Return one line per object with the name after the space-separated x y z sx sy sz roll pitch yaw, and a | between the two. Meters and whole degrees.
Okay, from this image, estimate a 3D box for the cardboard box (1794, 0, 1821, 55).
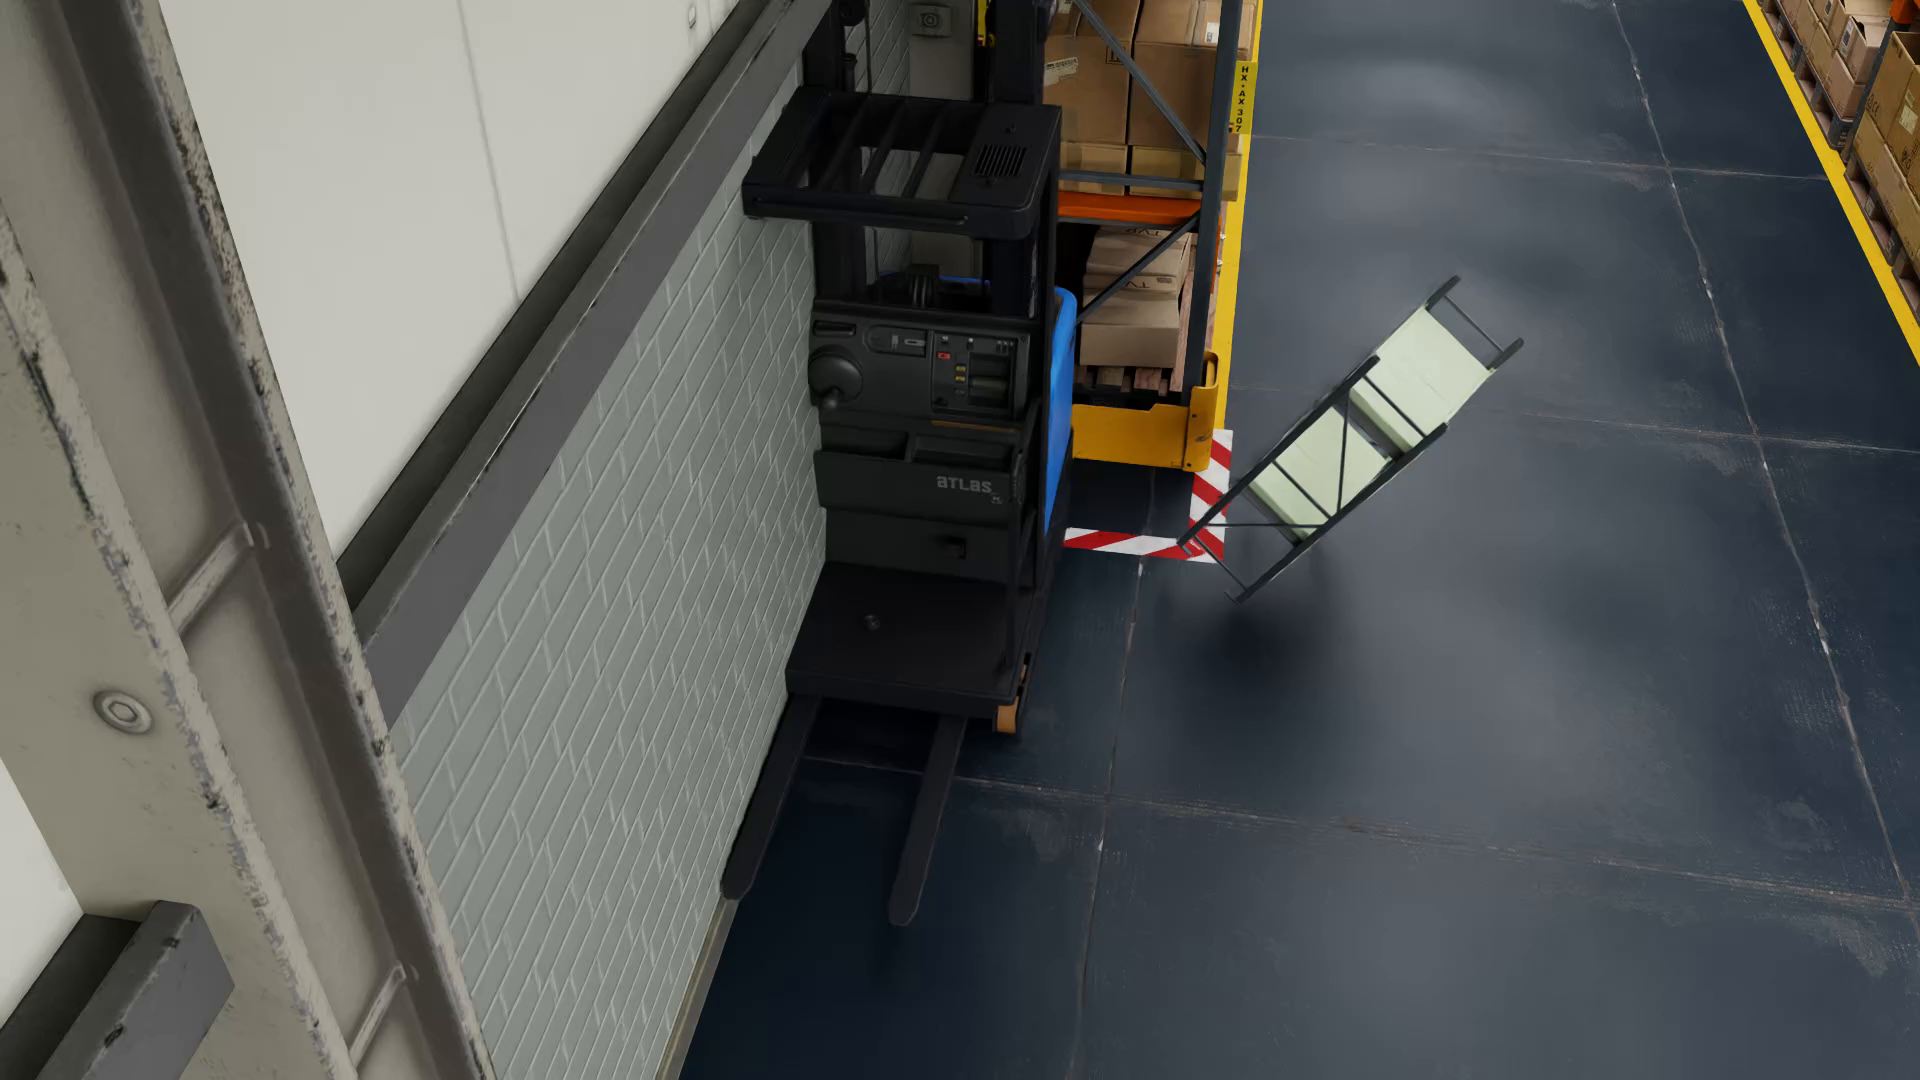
6.206 -3.611 11.688 0.500 0.250 0.500 7 40 9 | cardboard box

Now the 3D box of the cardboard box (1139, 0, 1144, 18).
0.639 -2.485 8.011 0.500 0.500 0.500 7 40 8 | cardboard box

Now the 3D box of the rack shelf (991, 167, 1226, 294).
1.016 -2.589 9.189 1.077 0.370 4.000 6 40 8 | rack shelf

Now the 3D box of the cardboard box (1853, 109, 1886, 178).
5.863 -2.423 10.251 0.500 0.250 0.500 6 40 8 | cardboard box

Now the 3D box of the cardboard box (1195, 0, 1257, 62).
1.144 -2.426 7.941 0.500 0.500 0.500 7 40 8 | cardboard box

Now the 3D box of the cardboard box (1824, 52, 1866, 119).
6.028 -2.972 10.916 0.500 0.250 0.500 6 40 7 | cardboard box

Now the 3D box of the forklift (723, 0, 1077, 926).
-0.234 -0.587 6.256 1.130 2.935 3.031 7 40 8 | forklift

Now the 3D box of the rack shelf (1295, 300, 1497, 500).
1.788 -0.579 6.809 0.431 0.370 0.720 46 52 5 | rack shelf

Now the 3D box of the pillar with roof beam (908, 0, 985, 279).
4.179 -3.984 5.603 9.100 9.000 0.400 6 40 8 | pillar with roof beam

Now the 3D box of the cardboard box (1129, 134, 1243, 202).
1.067 -1.833 7.811 0.500 0.250 0.500 5 40 6 | cardboard box

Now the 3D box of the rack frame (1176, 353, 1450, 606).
1.413 -0.206 6.892 0.400 1.500 0.023 46 52 5 | rack frame

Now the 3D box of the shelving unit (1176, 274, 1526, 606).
1.633 -0.394 7.116 0.431 1.500 0.755 46 52 5 | shelving unit

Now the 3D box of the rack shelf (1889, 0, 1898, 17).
6.588 -4.556 11.568 1.077 0.370 4.000 6 40 8 | rack shelf

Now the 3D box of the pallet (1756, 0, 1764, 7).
6.753 -4.501 13.126 1.003 0.211 1.213 6 40 8 | pallet

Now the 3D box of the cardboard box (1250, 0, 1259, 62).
1.240 -2.750 8.332 0.500 0.500 0.500 5 40 6 | cardboard box

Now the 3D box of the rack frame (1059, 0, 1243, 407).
0.670 -1.612 7.442 1.000 3.000 0.127 6 40 8 | rack frame

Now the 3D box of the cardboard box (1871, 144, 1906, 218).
5.772 -2.109 9.872 0.500 0.250 0.500 6 40 8 | cardboard box

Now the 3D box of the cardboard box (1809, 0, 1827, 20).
6.202 -3.822 11.504 0.500 0.311 0.500 6 40 8 | cardboard box

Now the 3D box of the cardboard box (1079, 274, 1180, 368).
0.879 -1.169 8.672 0.500 0.311 0.500 2 40 3 | cardboard box

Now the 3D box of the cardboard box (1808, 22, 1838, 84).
6.118 -3.290 11.300 0.500 0.250 0.500 6 40 7 | cardboard box

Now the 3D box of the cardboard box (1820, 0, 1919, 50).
6.114 -3.509 11.125 0.500 0.311 0.500 7 40 9 | cardboard box

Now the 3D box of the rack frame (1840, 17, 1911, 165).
6.242 -3.578 9.820 1.000 3.000 0.127 6 40 8 | rack frame

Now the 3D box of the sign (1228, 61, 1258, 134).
1.205 -1.885 7.094 0.100 0.325 0.005 6 40 8 | sign

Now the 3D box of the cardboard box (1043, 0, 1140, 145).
0.542 -2.170 7.631 0.500 0.500 0.500 6 40 7 | cardboard box

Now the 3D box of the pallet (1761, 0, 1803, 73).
6.540 -3.738 12.202 1.003 0.211 1.213 6 40 8 | pallet

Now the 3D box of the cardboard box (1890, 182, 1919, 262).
5.680 -1.796 9.493 0.500 0.250 0.500 6 40 8 | cardboard box

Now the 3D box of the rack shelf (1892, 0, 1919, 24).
5.896 -2.046 8.531 1.077 0.370 4.000 6 40 8 | rack shelf

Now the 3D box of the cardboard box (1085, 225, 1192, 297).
0.977 -1.527 9.104 0.500 0.311 0.500 10 41 11 | cardboard box

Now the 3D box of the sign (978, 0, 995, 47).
0.127 -2.253 7.062 0.100 0.325 0.005 6 40 8 | sign

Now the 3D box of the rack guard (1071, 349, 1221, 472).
0.683 -0.696 8.296 1.175 0.500 0.348 6 40 8 | rack guard

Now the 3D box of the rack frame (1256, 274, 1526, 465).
1.854 -0.582 7.340 0.400 1.500 0.023 46 52 5 | rack frame

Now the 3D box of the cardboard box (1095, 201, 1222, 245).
1.153 -2.055 9.594 0.700 0.500 0.500 4 40 5 | cardboard box

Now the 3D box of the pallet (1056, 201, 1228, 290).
1.072 -1.854 9.923 1.003 0.211 1.213 6 40 8 | pallet

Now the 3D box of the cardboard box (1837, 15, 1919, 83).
6.030 -3.182 10.730 0.500 0.311 0.500 6 40 8 | cardboard box

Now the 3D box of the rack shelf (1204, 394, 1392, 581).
1.505 -0.239 7.372 0.431 0.370 0.720 46 52 5 | rack shelf

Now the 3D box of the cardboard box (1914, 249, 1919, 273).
5.599 -1.482 9.113 0.500 0.250 0.500 6 40 8 | cardboard box

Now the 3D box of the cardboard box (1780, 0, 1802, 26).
6.295 -3.930 12.074 0.500 0.250 0.500 7 40 9 | cardboard box

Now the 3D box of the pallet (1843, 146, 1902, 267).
6.063 -2.009 10.111 1.003 0.211 1.213 6 40 8 | pallet

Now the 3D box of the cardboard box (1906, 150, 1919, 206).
5.681 -2.085 9.254 0.500 0.500 0.500 6 40 8 | cardboard box

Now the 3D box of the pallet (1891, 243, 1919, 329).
5.854 -1.241 9.182 1.003 0.211 1.213 6 40 8 | pallet

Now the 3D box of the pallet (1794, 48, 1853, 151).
6.331 -2.970 11.273 1.003 0.211 1.213 6 40 8 | pallet

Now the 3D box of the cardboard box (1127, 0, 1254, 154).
1.049 -2.117 7.567 0.500 0.500 0.500 6 40 8 | cardboard box

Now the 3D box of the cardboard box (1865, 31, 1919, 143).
5.853 -2.713 10.014 0.500 0.500 0.500 6 40 8 | cardboard box

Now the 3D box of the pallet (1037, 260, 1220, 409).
0.859 -1.090 9.000 1.003 0.211 1.213 6 40 8 | pallet

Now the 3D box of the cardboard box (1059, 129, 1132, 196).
0.560 -1.876 7.864 0.500 0.250 0.500 7 40 8 | cardboard box

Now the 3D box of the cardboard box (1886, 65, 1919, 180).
5.775 -2.398 9.633 0.500 0.500 0.500 6 40 8 | cardboard box
